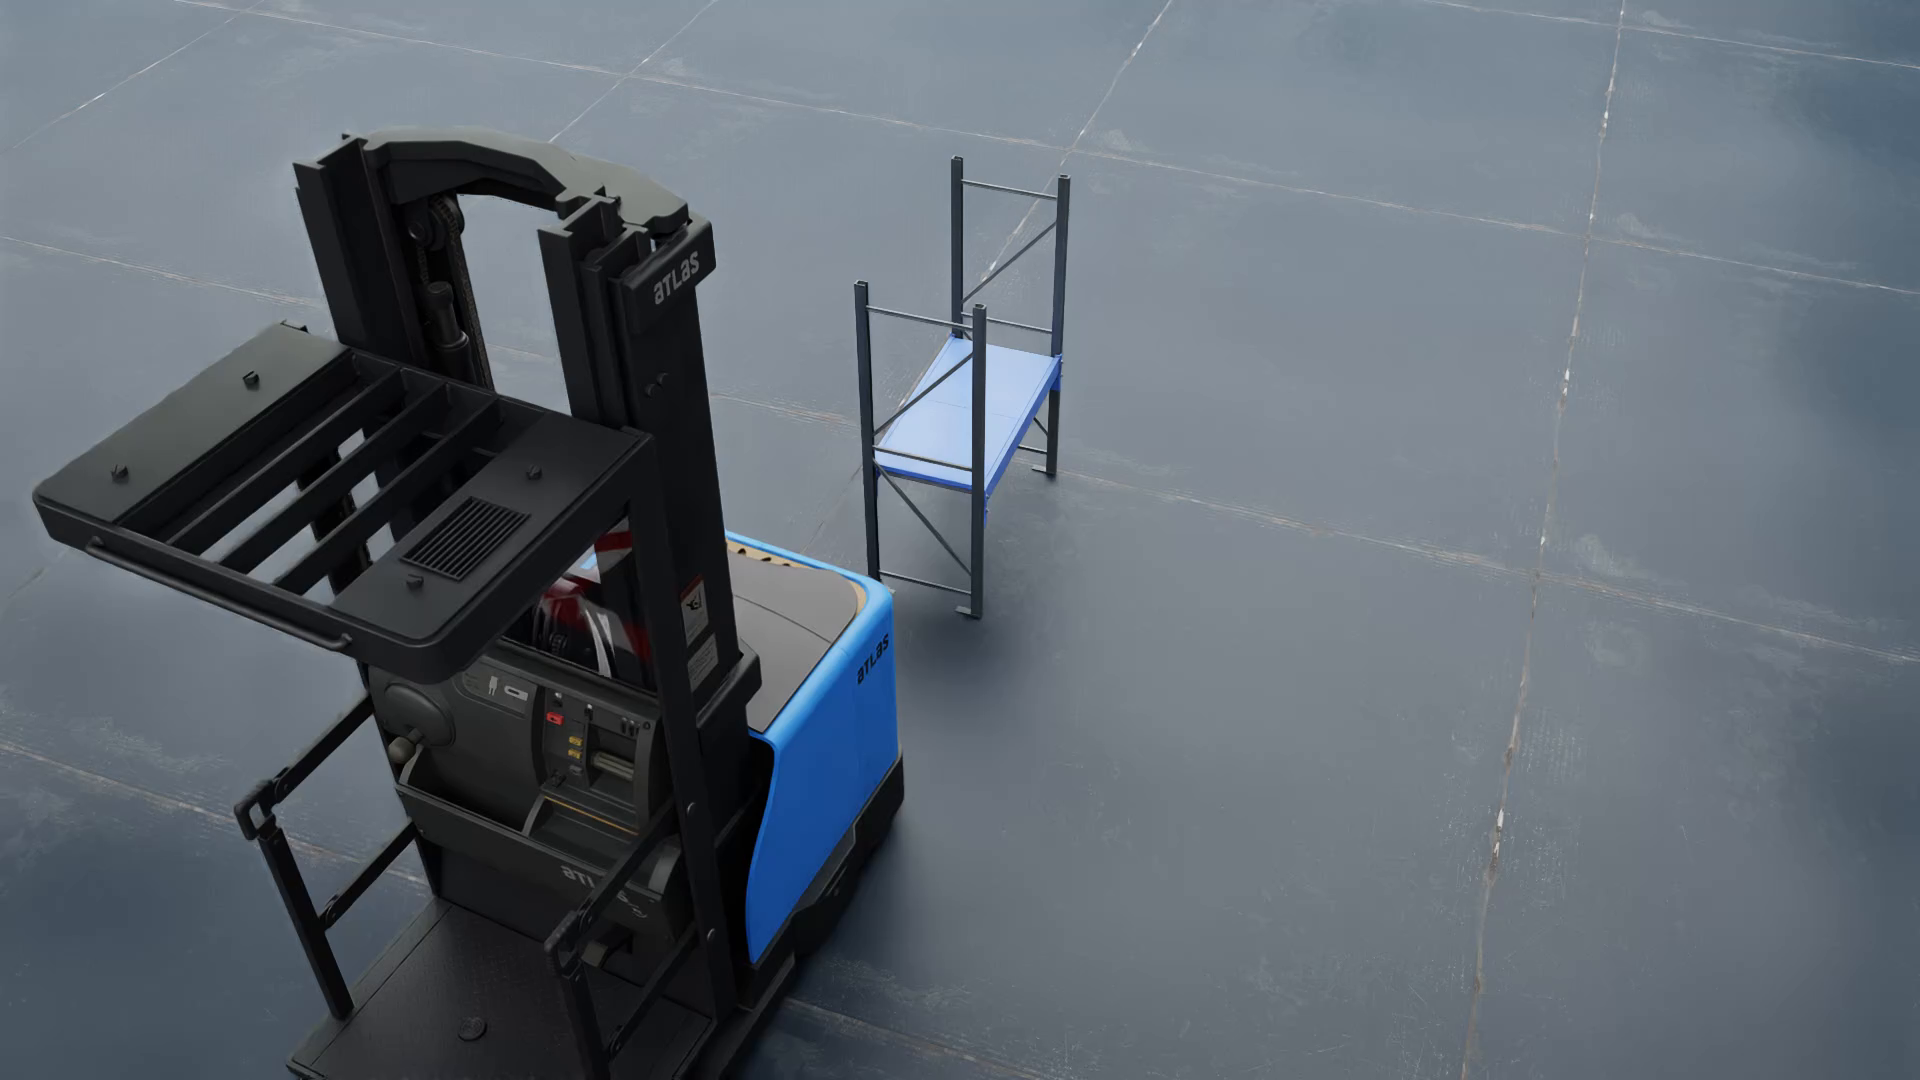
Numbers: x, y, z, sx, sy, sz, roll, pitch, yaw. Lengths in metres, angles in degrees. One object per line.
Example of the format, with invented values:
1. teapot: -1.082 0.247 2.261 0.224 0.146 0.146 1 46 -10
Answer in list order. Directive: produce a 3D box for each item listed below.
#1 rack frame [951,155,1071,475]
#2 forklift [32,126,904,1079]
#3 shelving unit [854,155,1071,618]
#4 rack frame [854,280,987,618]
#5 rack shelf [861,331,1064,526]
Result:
1. rack frame: 0.203 -0.933 7.188 0.500 1.500 0.032 13 42 15
2. forklift: -1.302 0.571 4.323 1.130 2.935 3.031 18 43 19
3. shelving unit: 0.029 -0.623 6.824 0.538 1.500 1.048 13 42 15
4. rack frame: -0.145 -0.313 6.461 0.500 1.500 0.032 13 42 15
5. rack shelf: 0.029 -0.486 6.941 0.538 0.185 1.000 13 42 15
